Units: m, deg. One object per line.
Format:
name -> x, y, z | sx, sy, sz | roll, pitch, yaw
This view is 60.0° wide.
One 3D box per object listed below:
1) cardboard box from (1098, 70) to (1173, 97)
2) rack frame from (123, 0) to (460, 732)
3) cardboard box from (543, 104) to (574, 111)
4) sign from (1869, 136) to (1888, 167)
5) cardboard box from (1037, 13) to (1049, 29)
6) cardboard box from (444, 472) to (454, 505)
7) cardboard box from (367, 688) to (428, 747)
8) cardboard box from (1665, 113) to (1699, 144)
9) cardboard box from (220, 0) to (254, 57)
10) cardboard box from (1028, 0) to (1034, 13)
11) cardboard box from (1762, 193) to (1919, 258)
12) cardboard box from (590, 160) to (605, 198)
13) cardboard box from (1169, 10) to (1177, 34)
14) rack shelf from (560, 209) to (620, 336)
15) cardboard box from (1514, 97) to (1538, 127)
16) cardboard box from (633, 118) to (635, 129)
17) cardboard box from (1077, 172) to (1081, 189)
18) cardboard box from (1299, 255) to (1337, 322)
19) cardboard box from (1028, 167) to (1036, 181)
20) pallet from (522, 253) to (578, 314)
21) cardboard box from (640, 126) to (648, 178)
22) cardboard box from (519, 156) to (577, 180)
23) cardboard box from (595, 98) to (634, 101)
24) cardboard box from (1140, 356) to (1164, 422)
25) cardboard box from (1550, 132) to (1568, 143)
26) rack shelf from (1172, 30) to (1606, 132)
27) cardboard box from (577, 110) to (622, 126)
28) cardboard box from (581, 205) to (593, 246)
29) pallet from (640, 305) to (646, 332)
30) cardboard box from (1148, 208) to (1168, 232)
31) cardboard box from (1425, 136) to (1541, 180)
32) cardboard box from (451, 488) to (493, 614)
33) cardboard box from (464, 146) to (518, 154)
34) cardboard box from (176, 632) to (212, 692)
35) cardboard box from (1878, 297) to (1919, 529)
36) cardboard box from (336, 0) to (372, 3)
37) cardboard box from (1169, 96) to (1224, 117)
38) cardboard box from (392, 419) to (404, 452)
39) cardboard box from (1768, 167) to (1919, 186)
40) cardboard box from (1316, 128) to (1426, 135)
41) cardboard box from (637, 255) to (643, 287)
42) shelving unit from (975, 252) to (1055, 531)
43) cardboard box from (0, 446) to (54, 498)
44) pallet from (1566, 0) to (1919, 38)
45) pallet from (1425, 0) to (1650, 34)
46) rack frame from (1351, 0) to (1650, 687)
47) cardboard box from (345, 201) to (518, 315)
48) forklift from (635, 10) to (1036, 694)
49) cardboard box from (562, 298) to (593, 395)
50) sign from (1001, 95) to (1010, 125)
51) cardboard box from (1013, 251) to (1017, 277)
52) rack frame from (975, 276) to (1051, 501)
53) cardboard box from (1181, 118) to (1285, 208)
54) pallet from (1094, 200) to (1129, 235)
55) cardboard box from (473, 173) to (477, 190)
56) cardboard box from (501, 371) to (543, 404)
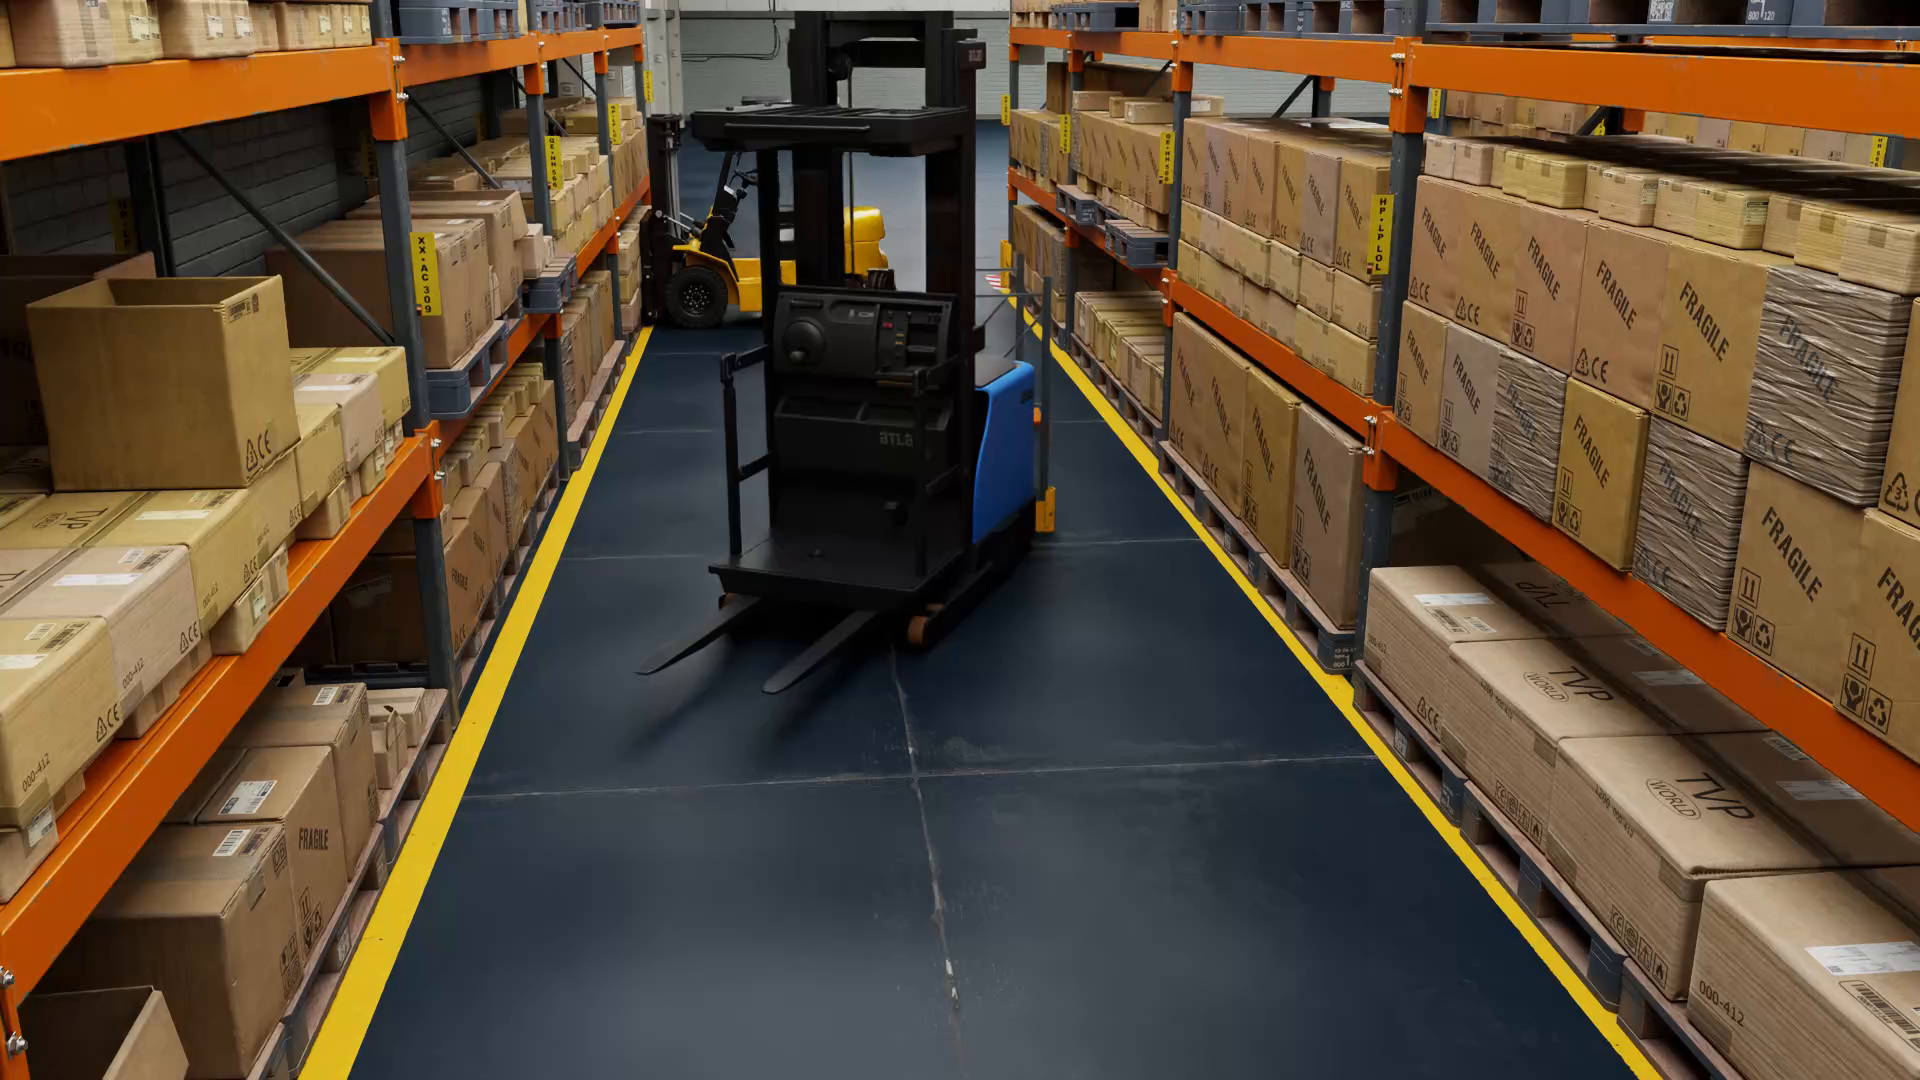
cardboard box -> 1.631, -3.959, 14.947 | 0.700, 0.500, 0.500 | -2, 18, -6
rack frame -> -2.651, -0.617, 6.634 | 1.000, 3.000, 0.127 | -2, 18, -6
cardboard box -> -3.936, -4.123, 16.055 | 0.380, 0.149, 0.250 | -2, 18, -5
sign -> 6.234, -2.680, 11.273 | 0.100, 0.325, 0.005 | -2, 18, -6
cardboard box -> 0.964, -5.087, 16.283 | 0.380, 0.149, 0.250 | -2, 18, -7
cardboard box -> -2.567, -0.205, 7.712 | 0.380, 0.149, 0.250 | -3, 18, -9
cardboard box -> -2.302, 0.700, 6.498 | 0.380, 0.149, 0.250 | -2, 18, -7
cardboard box -> 6.486, -3.561, 14.177 | 0.700, 0.500, 0.500 | -2, 18, -7
cardboard box -> -2.132, -1.372, 4.452 | 0.380, 0.149, 0.250 | -1, 17, -5
cardboard box -> 0.955, -5.386, 16.572 | 0.500, 0.250, 0.500 | -1, 17, -4
cardboard box -> 2.360, -0.820, 4.362 | 0.380, 0.149, 0.250 | -2, 18, -6
cardboard box -> -3.111, -2.876, 13.245 | 0.500, 0.250, 0.500 | -2, 18, -7
cardboard box -> 1.598, -3.435, 11.023 | 0.380, 0.149, 0.250 | -2, 18, -6
rack shelf -> -3.270, -2.061, 12.435 | 1.077, 0.370, 4.000 | -2, 18, -6
cardboard box -> 6.216, -4.518, 17.009 | 0.875, 0.550, 0.500 | -2, 18, -6
cardboard box -> -3.553, -4.300, 17.116 | 0.380, 0.149, 0.250 | -1, 17, -5
cardboard box -> 1.203, -3.061, 14.137 | 0.380, 0.149, 0.250 | -2, 17, -5
cardboard box -> 1.939, -1.211, 7.941 | 0.500, 0.250, 0.500 | -1, 17, -4
cardboard box -> 0.904, -3.810, 17.223 | 0.380, 0.149, 0.250 | -1, 17, -4
pallet -> -2.924, -1.517, 9.822 | 1.213, 0.211, 1.003 | -2, 18, -6
cardboard box -> -3.577, -4.101, 17.565 | 0.500, 0.500, 0.500 | -2, 18, -7
cardboard box -> -2.947, -2.654, 11.873 | 0.380, 0.149, 0.250 | -1, 17, -4
cardboard box -> -3.586, -4.518, 17.315 | 0.380, 0.149, 0.250 | -2, 18, -6
cardboard box -> 1.825, -1.078, 11.789 | 0.950, 0.372, 0.625 | -3, 18, -9
cardboard box -> 6.244, -3.682, 16.147 | 0.875, 0.550, 0.550 | -2, 18, -6
rack shelf -> 2.079, -2.455, 8.682 | 1.077, 0.370, 4.000 | -2, 18, -6
cardboard box -> -3.291, -3.834, 15.136 | 0.380, 0.149, 0.250 | -1, 17, -4
cardboard box -> -3.025, -2.334, 12.356 | 0.500, 0.250, 0.500 | -1, 17, -4
pallet -> -3.646, -2.272, 16.562 | 1.003, 0.211, 1.213 | -2, 18, -6
cardboard box -> 1.506, -2.211, 11.432 | 0.380, 0.149, 0.250 | -2, 17, -5
cardboard box -> 2.060, -1.503, 6.539 | 0.380, 0.149, 0.250 | -2, 18, -6
cardboard box -> -2.542, 0.066, 7.931 | 0.500, 0.500, 0.500 | -2, 18, -6
cardboard box -> -3.606, -2.940, 12.783 | 0.380, 0.149, 0.250 | -2, 18, -6
cardboard box -> -2.132, 0.281, 4.194 | 0.380, 0.149, 0.250 | -2, 17, -5
cardboard box -> 2.412, -0.240, 3.599 | 0.500, 0.500, 0.500 | -1, 17, -4
cardboard box -> -2.352, -1.982, 5.729 | 0.500, 0.250, 0.500 | -2, 18, -5
cardboard box -> 1.868, -3.438, 13.171 | 0.380, 0.149, 0.250 | -3, 18, -8
cardboard box -> -2.367, -0.410, 6.393 | 0.380, 0.149, 0.250 | -2, 17, -5
cardboard box -> 2.743, -1.068, 5.152 | 0.380, 0.149, 0.250 | -2, 18, -6
cardboard box -> 2.292, -2.041, 9.334 | 0.500, 0.500, 0.500 | -2, 18, -6
cardboard box -> -3.314, -2.581, 15.945 | 0.500, 0.250, 0.500 | -2, 18, -6
shelving unit -> 0.211, -0.920, 10.105 | 0.587, 1.500, 1.083 | -2, 18, -6
cardboard box -> -2.702, -0.081, 4.682 | 0.500, 0.250, 0.500 | -2, 18, -6
pallet -> 2.482, -1.553, 4.757 | 1.003, 0.211, 1.213 | -2, 18, -6
pallet -> 2.360, -1.916, 5.912 | 1.003, 0.211, 1.213 | -2, 18, -6
rack frame -> 2.286, -0.771, 7.126 | 1.000, 3.000, 0.127 | -2, 18, -6
cardboard box -> -2.613, -1.404, 8.273 | 0.700, 0.500, 0.500 | -2, 18, -6
forklift -> -0.557, -1.009, 7.997 | 1.130, 2.935, 3.031 | 6, 19, 19
cardboard box -> -3.259, -1.457, 12.574 | 0.875, 0.625, 0.625 | -3, 18, -8
sign -> 0.508, -4.743, 18.330 | 0.100, 0.325, 0.005 | -2, 18, -6
cardboard box -> 0.856, -2.986, 18.070 | 0.500, 0.250, 0.500 | -2, 18, -6
rack frame -> 0.268, -0.772, 9.631 | 0.500, 1.500, 0.032 | -2, 18, -6
cardboard box -> 1.681, -2.333, 10.265 | 0.500, 0.500, 0.500 | -2, 18, -7
pallet -> 1.628, -2.460, 12.825 | 1.003, 0.211, 1.213 | -2, 18, -6
cardboard box -> -3.299, -2.256, 10.606 | 0.380, 0.149, 0.250 | -1, 17, -4
cardboard box -> -2.702, -0.906, 9.944 | 0.380, 0.149, 0.250 | -3, 18, -9
